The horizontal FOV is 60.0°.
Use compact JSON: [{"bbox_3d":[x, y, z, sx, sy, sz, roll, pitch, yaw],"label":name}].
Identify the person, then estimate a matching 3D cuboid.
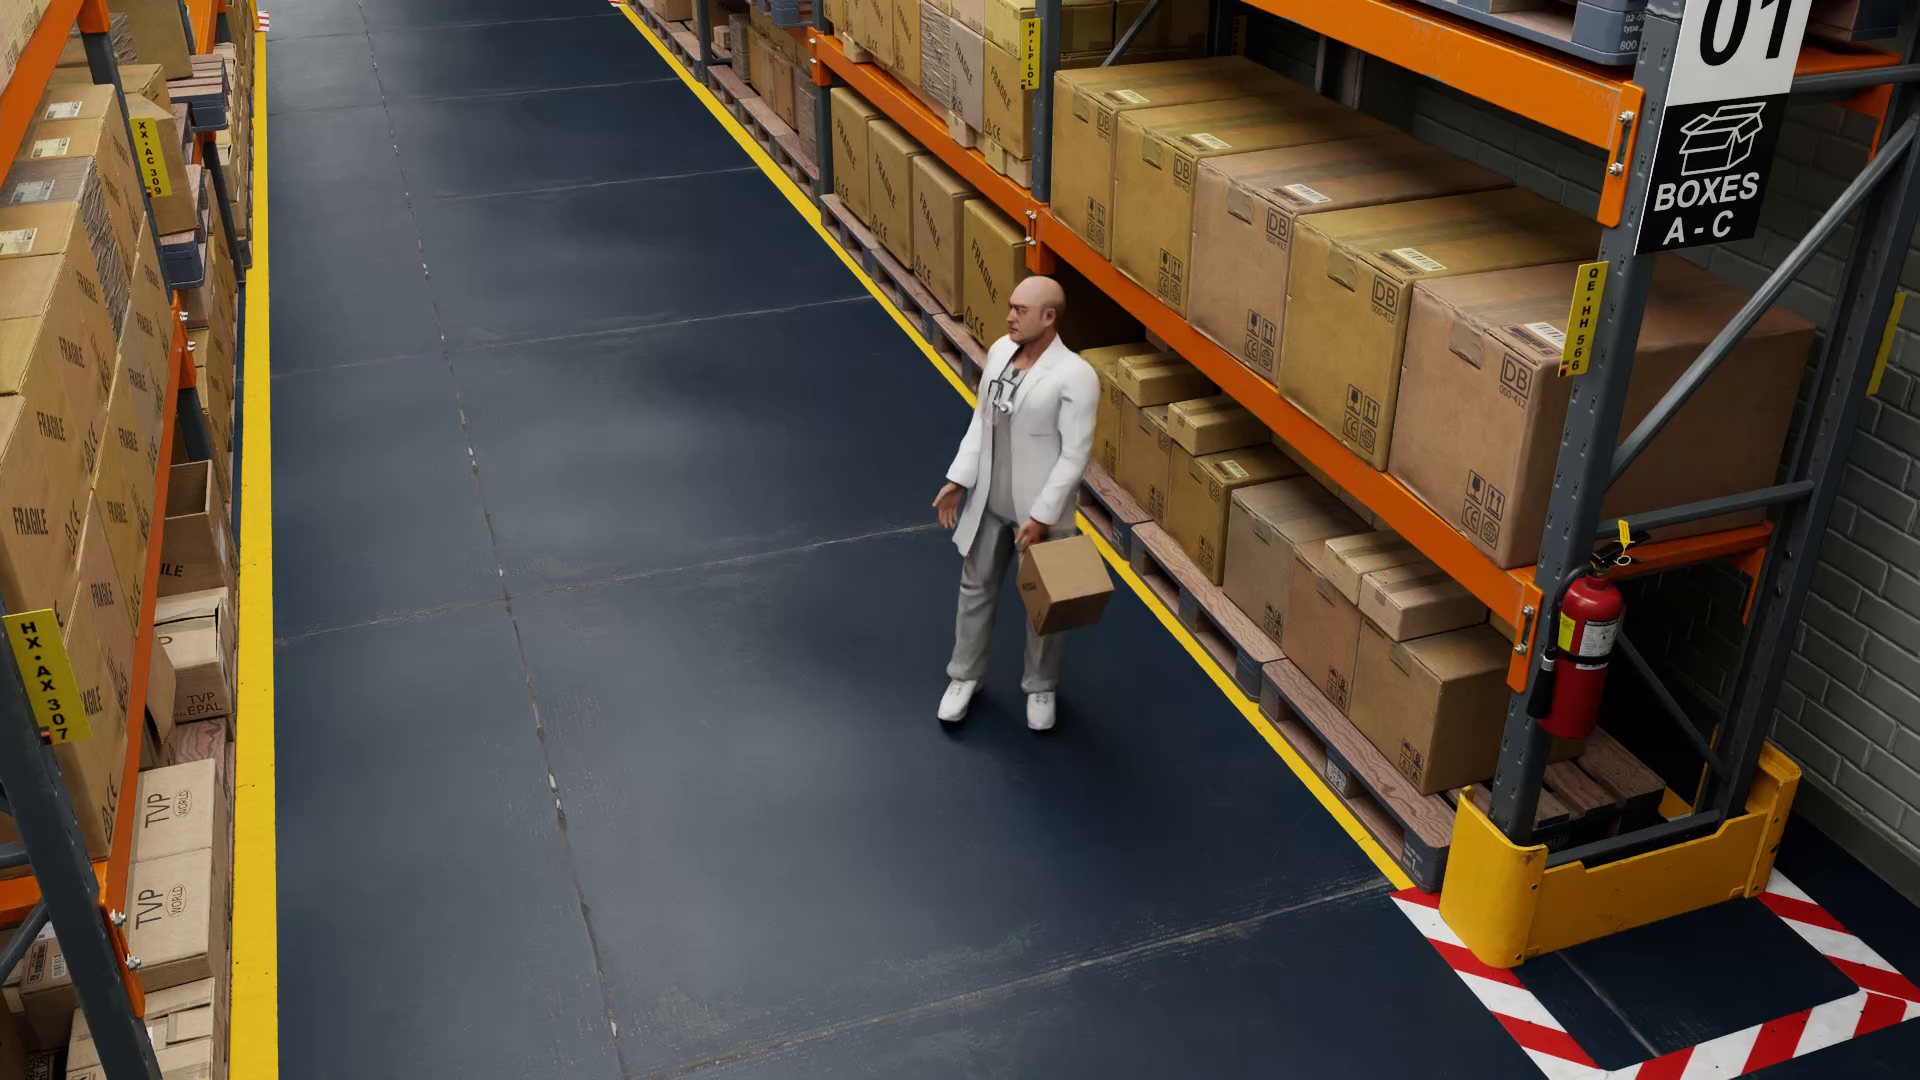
[{"bbox_3d":[0.195,-0.097,6.284,0.580,1.782,0.577,23,37,35],"label":"person"}]
